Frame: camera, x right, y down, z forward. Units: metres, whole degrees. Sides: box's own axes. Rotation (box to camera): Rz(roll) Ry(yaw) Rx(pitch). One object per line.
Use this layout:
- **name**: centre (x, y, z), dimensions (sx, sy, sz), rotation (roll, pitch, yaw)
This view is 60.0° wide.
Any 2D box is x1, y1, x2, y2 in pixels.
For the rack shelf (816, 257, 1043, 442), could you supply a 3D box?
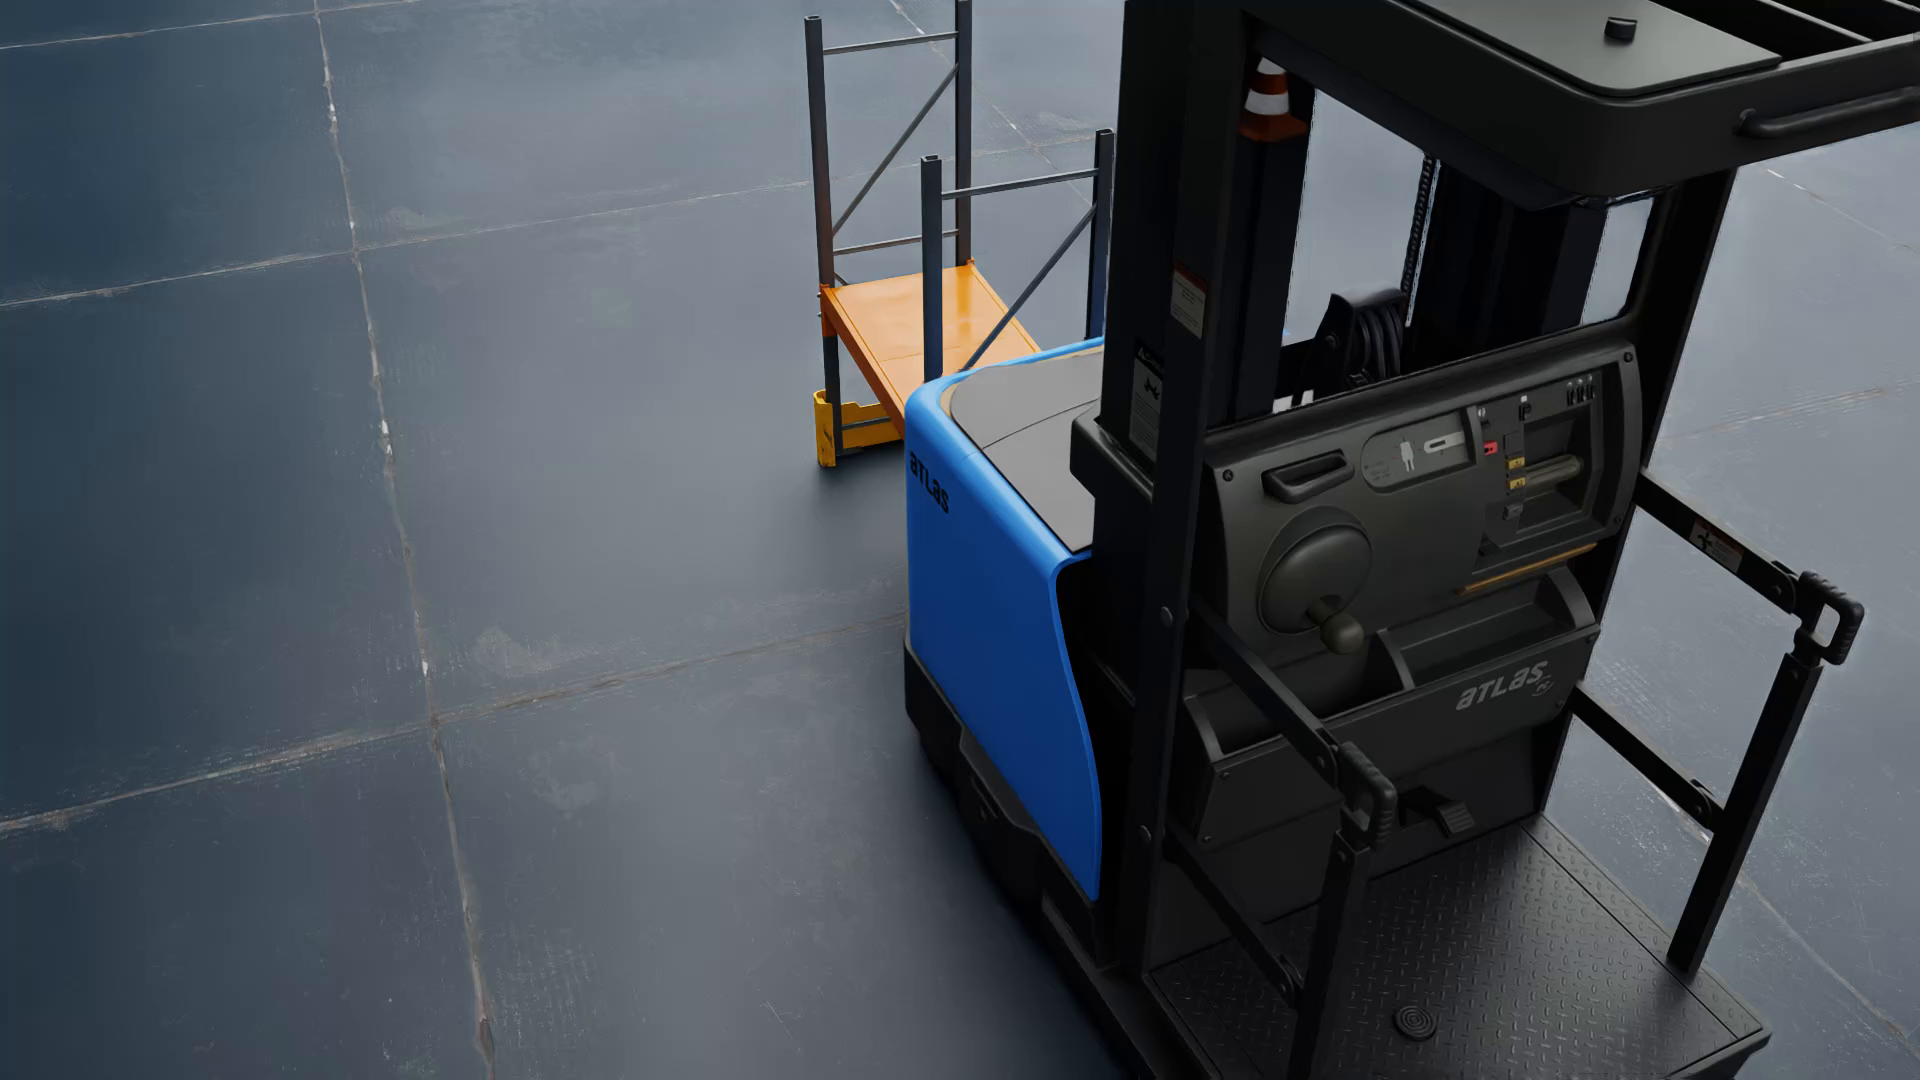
- **rack shelf**: centre (-0.029, -0.504, 4.971), dimensions (0.538, 0.185, 1.000), rotation (-12, 39, -16)

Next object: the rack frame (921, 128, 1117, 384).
- **rack frame**: centre (0.146, -0.360, 4.481), dimensions (0.500, 1.500, 0.032), rotation (-12, 39, -16)

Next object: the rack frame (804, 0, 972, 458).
- **rack frame**: centre (-0.204, -0.934, 5.244), dimensions (0.500, 1.500, 0.032), rotation (-12, 39, -16)

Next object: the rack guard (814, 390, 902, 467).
- **rack guard**: centre (-0.198, -0.424, 5.605), dimensions (0.587, 0.250, 0.087), rotation (-12, 39, -16)

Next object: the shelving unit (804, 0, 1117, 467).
- **shelving unit**: centre (-0.026, -0.642, 4.856), dimensions (0.587, 1.500, 1.083), rotation (-12, 39, -16)

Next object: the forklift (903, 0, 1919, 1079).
- **forklift**: centre (0.949, -0.012, 2.830), dimensions (1.130, 2.935, 3.031), rotation (-16, 40, -20)
